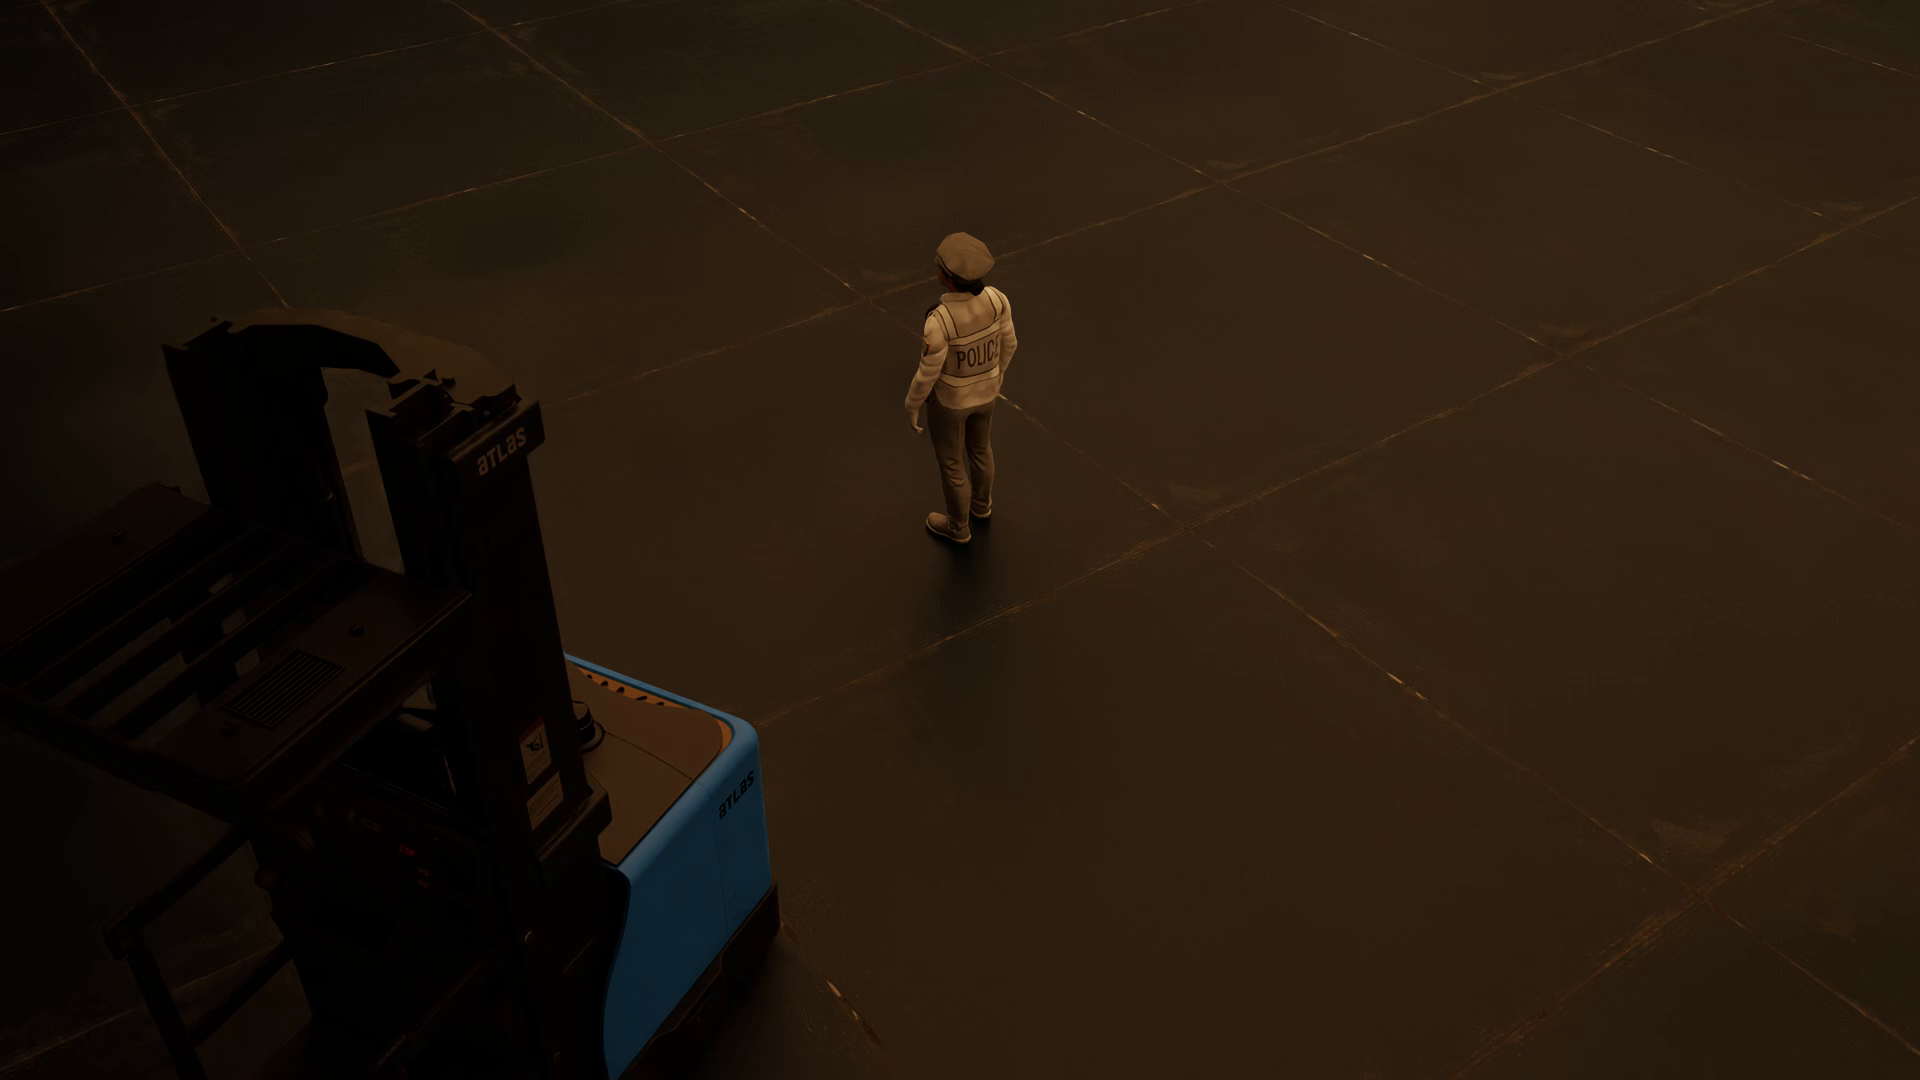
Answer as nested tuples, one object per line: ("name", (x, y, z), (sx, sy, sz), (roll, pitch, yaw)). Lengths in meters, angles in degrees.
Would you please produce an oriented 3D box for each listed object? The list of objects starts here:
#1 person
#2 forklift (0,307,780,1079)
("person", (-0.034, -0.723, 7.950), (0.586, 1.694, 0.532), (-23, 42, -28))
("forklift", (-1.807, 0.968, 4.635), (1.130, 2.935, 3.031), (17, 40, 22))
